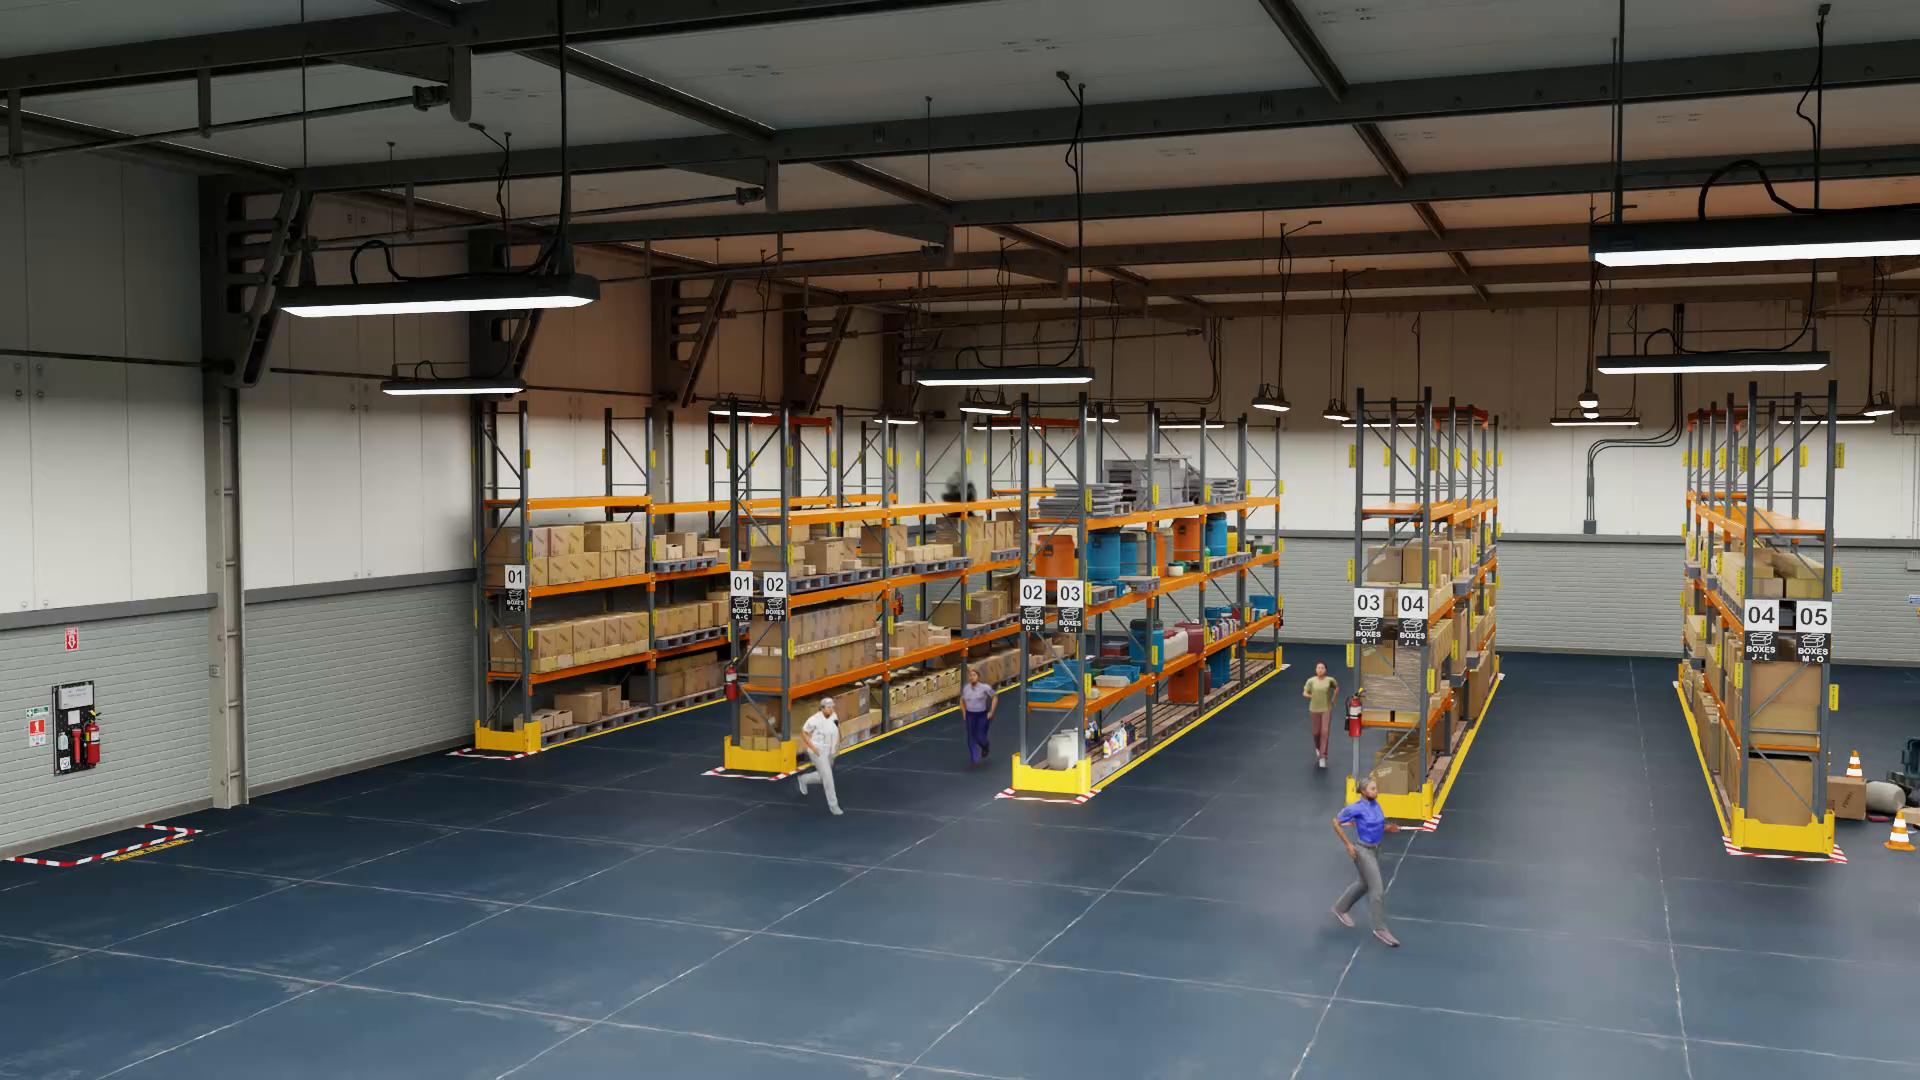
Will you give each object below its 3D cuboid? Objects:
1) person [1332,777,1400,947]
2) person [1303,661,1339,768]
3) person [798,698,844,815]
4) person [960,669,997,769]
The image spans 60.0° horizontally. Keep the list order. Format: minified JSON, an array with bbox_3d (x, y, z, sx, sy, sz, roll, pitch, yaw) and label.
[{"bbox_3d":[4.244,3.321,17.354,0.851,1.675,0.563,3,4,43],"label":"person"},{"bbox_3d":[5.900,2.816,27.231,0.574,1.673,0.951,1,3,14],"label":"person"},{"bbox_3d":[-2.008,3.056,23.727,0.974,1.666,0.605,2,4,42],"label":"person"},{"bbox_3d":[0.291,2.897,26.981,0.615,1.617,0.625,1,3,19],"label":"person"}]
